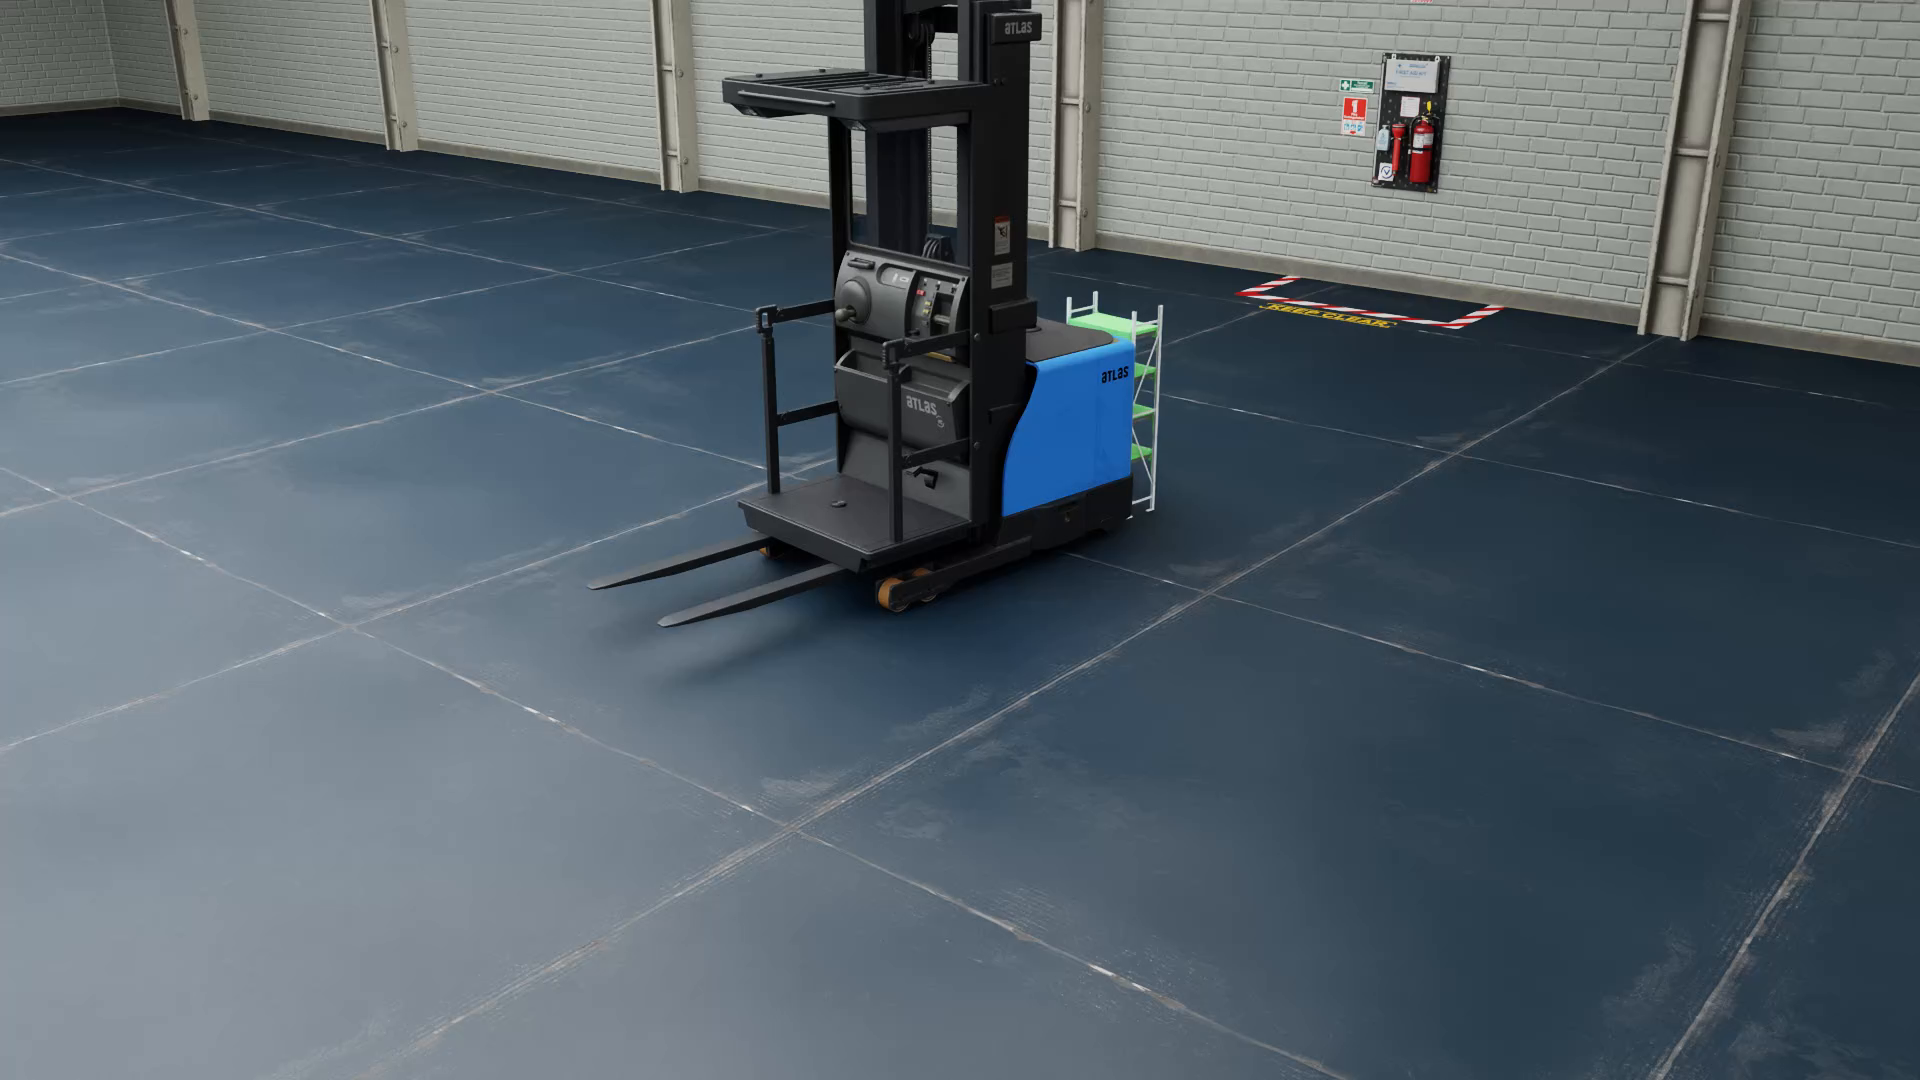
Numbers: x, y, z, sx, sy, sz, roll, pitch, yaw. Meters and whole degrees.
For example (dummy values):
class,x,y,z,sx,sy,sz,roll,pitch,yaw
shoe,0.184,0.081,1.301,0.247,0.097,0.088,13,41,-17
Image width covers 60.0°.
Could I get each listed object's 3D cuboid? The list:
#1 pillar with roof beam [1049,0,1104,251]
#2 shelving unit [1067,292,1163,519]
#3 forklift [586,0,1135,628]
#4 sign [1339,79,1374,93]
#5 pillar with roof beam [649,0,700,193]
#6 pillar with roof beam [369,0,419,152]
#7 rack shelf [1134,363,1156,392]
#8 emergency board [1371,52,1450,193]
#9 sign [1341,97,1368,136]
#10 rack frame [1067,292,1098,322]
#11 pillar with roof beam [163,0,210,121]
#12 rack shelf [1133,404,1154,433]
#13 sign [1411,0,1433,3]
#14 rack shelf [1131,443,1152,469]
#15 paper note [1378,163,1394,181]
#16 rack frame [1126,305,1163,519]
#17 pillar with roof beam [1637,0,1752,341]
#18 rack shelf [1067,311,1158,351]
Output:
class,x,y,z,sx,sy,sz,roll,pitch,yaw
pillar with roof beam,-1.558,-6.065,12.498,0.400,9.000,9.100,16,26,36
shelving unit,0.865,-0.773,9.516,0.258,1.200,0.503,-18,27,-40
forklift,-0.455,-1.222,8.254,3.031,2.935,1.130,-18,27,-40
sign,3.557,-4.071,14.910,0.331,0.109,0.001,16,26,36
pillar with roof beam,-6.206,-7.404,16.047,0.400,9.000,9.100,16,26,36
pillar with roof beam,-10.855,-8.742,19.597,0.400,9.000,9.100,16,26,36
rack shelf,0.865,-0.937,9.454,0.258,0.148,0.480,-18,27,-40
emergency board,3.922,-3.658,14.617,0.643,1.169,0.194,16,26,36
sign,3.559,-3.826,15.012,0.234,0.329,0.001,16,26,36
rack frame,0.698,-0.836,9.683,0.240,1.200,0.015,-18,27,-40
pillar with roof beam,-15.503,-10.081,23.147,0.400,9.000,9.100,16,26,36
rack shelf,0.865,-0.713,9.539,0.258,0.148,0.480,-18,27,-40
sign,3.979,-4.772,14.285,0.199,0.298,0.001,16,26,36
rack shelf,0.865,-0.488,9.624,0.258,0.148,0.480,-18,27,-40
paper note,3.829,-3.304,14.927,0.142,0.148,0.016,16,26,36
rack frame,1.031,-0.710,9.349,0.240,1.200,0.015,-18,27,-40
pillar with roof beam,3.090,-4.726,8.948,0.400,9.000,9.100,16,26,36
rack shelf,0.865,-1.162,9.370,0.258,0.148,0.480,-18,27,-40
